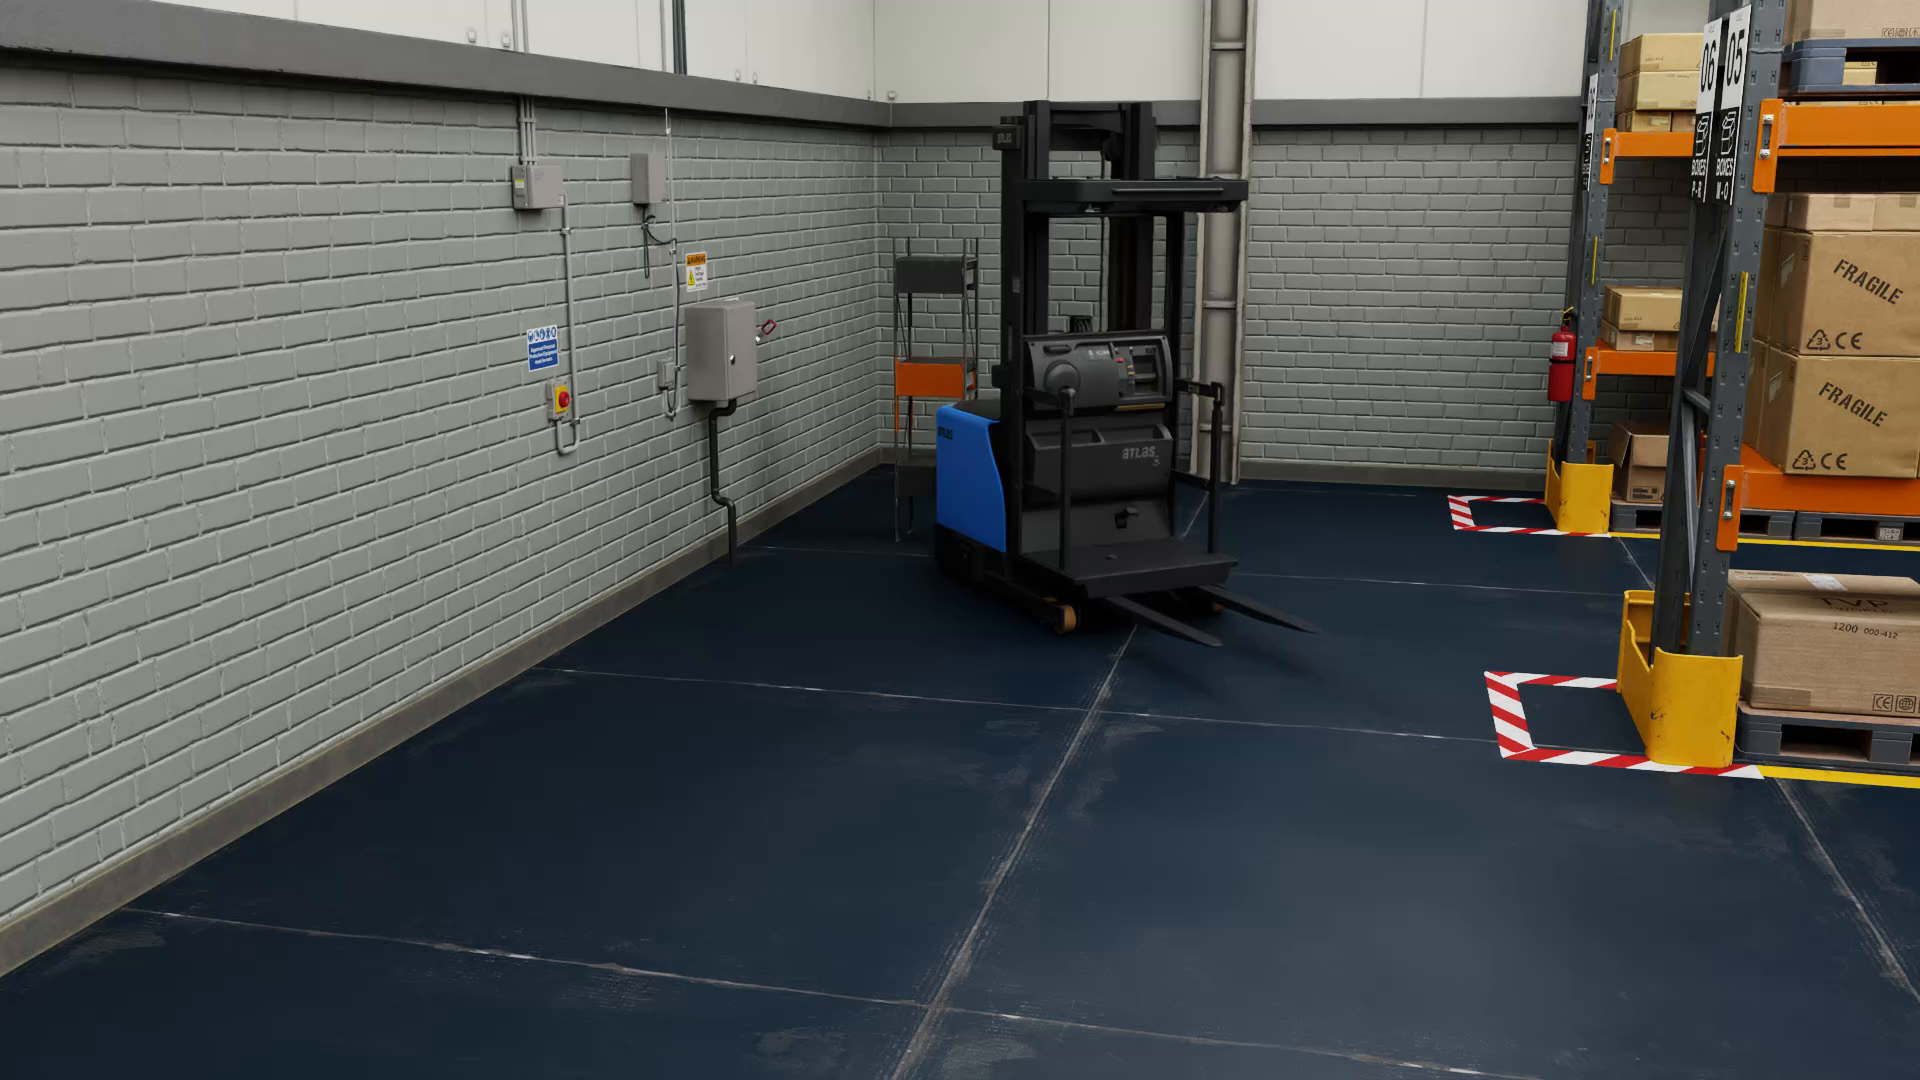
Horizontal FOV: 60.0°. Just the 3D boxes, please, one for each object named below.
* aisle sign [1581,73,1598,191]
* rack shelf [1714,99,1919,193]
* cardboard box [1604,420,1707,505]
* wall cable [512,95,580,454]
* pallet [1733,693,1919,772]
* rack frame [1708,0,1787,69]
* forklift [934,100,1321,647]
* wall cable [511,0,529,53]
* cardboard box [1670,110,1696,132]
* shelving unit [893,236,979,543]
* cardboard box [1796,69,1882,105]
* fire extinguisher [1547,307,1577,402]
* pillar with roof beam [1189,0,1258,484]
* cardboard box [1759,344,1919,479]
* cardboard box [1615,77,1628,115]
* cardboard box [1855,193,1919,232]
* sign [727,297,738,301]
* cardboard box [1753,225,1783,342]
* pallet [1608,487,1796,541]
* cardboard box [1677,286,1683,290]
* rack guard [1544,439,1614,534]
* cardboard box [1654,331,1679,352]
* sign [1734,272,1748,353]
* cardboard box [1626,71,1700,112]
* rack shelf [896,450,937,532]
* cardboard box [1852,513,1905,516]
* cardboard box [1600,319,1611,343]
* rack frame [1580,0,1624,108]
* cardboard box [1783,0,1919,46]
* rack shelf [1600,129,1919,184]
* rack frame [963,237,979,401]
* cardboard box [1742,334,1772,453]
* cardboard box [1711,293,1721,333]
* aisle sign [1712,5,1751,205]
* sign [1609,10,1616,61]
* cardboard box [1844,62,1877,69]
[{"bbox_3d":[4.411,-2.850,11.654,0.004,0.787,0.394,3,13,14],"label":"aisle sign"},{"bbox_3d":[5.304,-1.605,6.777,4.000,0.370,1.077,3,13,14],"label":"rack shelf"},{"bbox_3d":[5.119,-0.574,12.190,0.637,0.503,0.797,3,13,11],"label":"cardboard box"},{"bbox_3d":[-2.118,-1.394,8.675,0.123,1.953,0.585,3,13,14],"label":"wall cable"},{"bbox_3d":[4.157,0.791,7.681,1.213,0.211,1.003,3,13,14],"label":"pallet"},{"bbox_3d":[3.362,-3.524,6.842,0.127,3.000,1.000,3,13,14],"label":"rack frame"},{"bbox_3d":[0.917,-1.010,9.521,1.130,2.935,3.031,-6,14,-25],"label":"forklift"},{"bbox_3d":[-2.228,-3.760,7.906,0.029,3.000,0.463,3,13,14],"label":"wall cable"},{"bbox_3d":[5.063,-2.908,11.569,0.250,0.149,0.380,3,13,15],"label":"cardboard box"},{"bbox_3d":[-0.161,-1.034,11.545,0.503,2.100,0.431,3,13,14],"label":"shelving unit"},{"bbox_3d":[5.906,-3.044,11.263,0.500,0.250,0.500,3,13,12],"label":"cardboard box"},{"bbox_3d":[4.294,-1.330,11.843,0.183,0.674,0.296,3,13,14],"label":"fire extinguisher"},{"bbox_3d":[1.115,-3.992,8.952,0.400,9.000,9.100,3,13,14],"label":"pillar with roof beam"},{"bbox_3d":[3.760,-0.559,7.097,0.500,0.500,0.500,3,13,13],"label":"cardboard box"},{"bbox_3d":[5.045,-3.210,12.011,0.500,0.250,0.500,3,13,13],"label":"cardboard box"},{"bbox_3d":[3.912,-1.374,6.963,0.250,0.149,0.380,3,13,15],"label":"cardboard box"},{"bbox_3d":[-1.555,-1.386,11.273,0.001,0.494,0.329,3,13,14],"label":"sign"},{"bbox_3d":[3.887,-1.157,7.486,0.500,0.500,0.500,4,13,15],"label":"cardboard box"},{"bbox_3d":[5.396,-0.233,12.296,1.213,0.211,1.003,3,13,14],"label":"pallet"},{"bbox_3d":[5.559,-1.716,12.204,0.500,0.250,0.500,3,13,14],"label":"cardboard box"},{"bbox_3d":[4.622,-0.415,12.451,0.348,0.500,1.175,3,13,14],"label":"rack guard"},{"bbox_3d":[5.059,-1.439,11.872,0.250,0.149,0.380,3,13,15],"label":"cardboard box"},{"bbox_3d":[3.224,-0.940,6.865,0.005,0.325,0.100,3,13,14],"label":"sign"},{"bbox_3d":[4.913,-3.095,11.494,0.500,0.250,0.500,3,13,13],"label":"cardboard box"},{"bbox_3d":[-0.161,-0.337,11.700,0.480,0.518,0.431,3,13,14],"label":"rack shelf"},{"bbox_3d":[6.429,-0.471,11.735,0.500,0.500,0.500,3,13,15],"label":"cardboard box"},{"bbox_3d":[4.934,-1.556,12.402,0.250,0.149,0.380,3,13,13],"label":"cardboard box"},{"bbox_3d":[4.548,-4.568,11.548,0.127,3.000,1.000,3,13,14],"label":"rack frame"},{"bbox_3d":[3.821,-2.236,7.107,0.500,0.250,0.500,2,13,8],"label":"cardboard box"},{"bbox_3d":[6.490,-2.649,11.483,4.000,0.370,1.077,3,13,14],"label":"rack shelf"},{"bbox_3d":[0.076,-1.021,11.488,0.015,2.100,0.400,3,13,14],"label":"rack frame"},{"bbox_3d":[3.894,-0.675,7.619,0.500,0.500,0.500,3,13,14],"label":"cardboard box"},{"bbox_3d":[5.413,-1.605,11.702,0.500,0.250,0.500,3,13,14],"label":"cardboard box"},{"bbox_3d":[3.223,-1.807,6.952,0.004,0.787,0.394,3,13,14],"label":"aisle sign"},{"bbox_3d":[4.418,-3.416,11.264,0.005,0.325,0.100,3,13,14],"label":"sign"},{"bbox_3d":[5.899,-3.290,11.219,0.500,0.250,0.500,3,13,13],"label":"cardboard box"}]
